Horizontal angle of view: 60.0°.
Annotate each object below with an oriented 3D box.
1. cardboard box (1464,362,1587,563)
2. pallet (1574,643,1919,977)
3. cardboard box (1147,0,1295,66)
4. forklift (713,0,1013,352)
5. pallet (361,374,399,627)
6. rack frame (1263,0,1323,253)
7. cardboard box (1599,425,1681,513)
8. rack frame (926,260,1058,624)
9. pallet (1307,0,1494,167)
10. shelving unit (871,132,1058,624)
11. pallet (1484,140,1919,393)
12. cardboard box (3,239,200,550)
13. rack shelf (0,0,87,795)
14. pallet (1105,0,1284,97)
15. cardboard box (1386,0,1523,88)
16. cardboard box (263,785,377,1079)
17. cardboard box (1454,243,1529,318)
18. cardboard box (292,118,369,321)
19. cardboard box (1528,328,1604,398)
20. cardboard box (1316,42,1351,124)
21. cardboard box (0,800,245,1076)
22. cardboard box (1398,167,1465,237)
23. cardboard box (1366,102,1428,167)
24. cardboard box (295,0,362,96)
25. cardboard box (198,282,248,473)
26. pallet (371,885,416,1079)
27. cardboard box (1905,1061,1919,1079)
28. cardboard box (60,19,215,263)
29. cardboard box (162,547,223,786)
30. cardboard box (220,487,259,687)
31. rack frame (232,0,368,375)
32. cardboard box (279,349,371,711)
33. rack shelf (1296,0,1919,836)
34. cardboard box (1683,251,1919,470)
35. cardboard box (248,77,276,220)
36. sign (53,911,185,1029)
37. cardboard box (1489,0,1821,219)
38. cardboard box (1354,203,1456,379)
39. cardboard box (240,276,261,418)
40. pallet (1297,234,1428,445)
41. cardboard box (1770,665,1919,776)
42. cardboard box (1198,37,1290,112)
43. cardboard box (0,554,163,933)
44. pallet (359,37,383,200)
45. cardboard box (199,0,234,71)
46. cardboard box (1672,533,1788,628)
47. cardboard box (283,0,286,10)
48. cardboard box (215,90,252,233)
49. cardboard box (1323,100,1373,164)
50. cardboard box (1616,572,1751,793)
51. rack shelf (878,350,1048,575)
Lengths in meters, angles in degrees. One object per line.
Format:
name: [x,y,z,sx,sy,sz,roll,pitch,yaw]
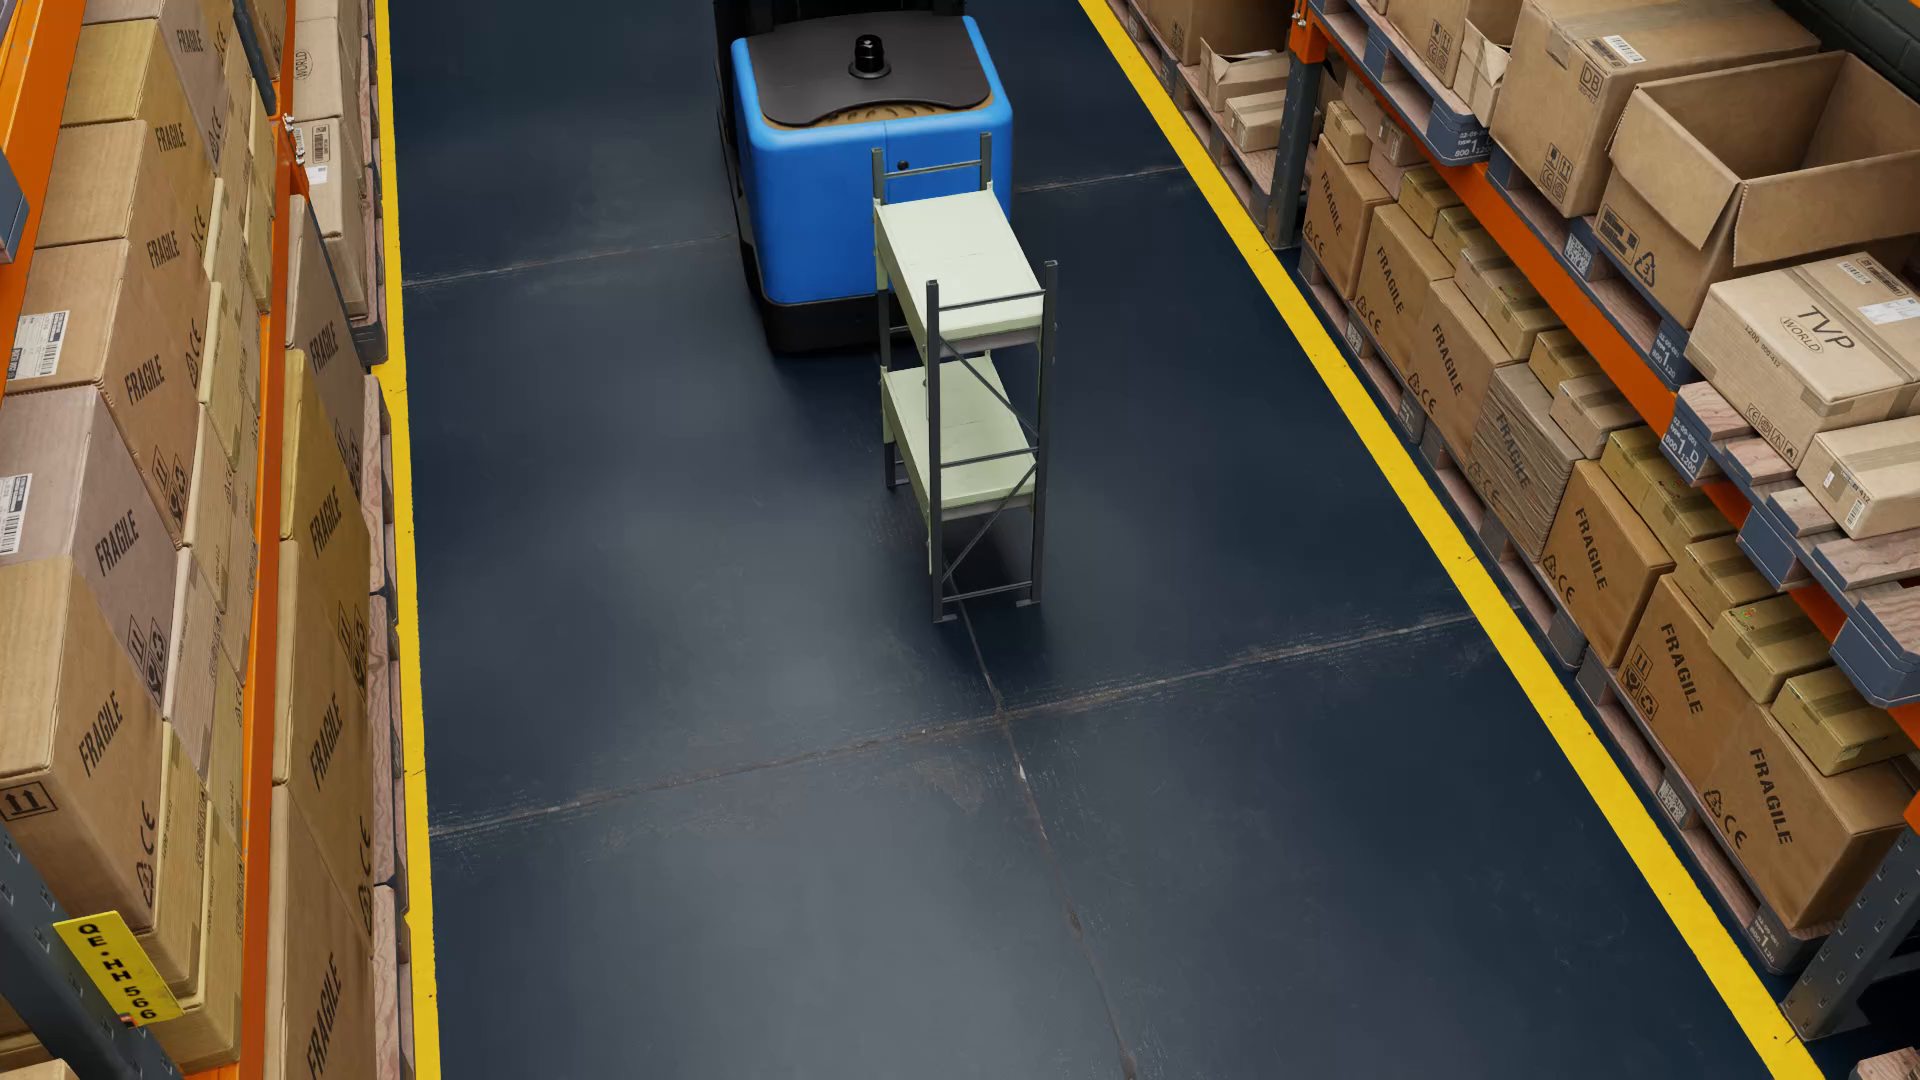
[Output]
cardboard box: [2.187,-0.312,5.911,0.500,0.500,0.500,-12,47,-12]
pallet: [2.754,0.730,5.387,1.003,0.211,1.213,-11,47,-10]
cardboard box: [1.373,-2.765,8.316,0.700,0.500,0.500,-12,47,-12]
forklift: [-0.574,-2.878,7.018,1.130,2.935,3.031,-8,46,-8]
pallet: [-2.642,-0.080,6.181,1.003,0.211,1.213,-11,47,-10]
rack frame: [1.885,-2.485,6.585,1.000,3.000,0.127,-11,47,-10]
cardboard box: [2.325,-0.253,5.399,0.380,0.149,0.250,-11,47,-11]
rack frame: [0.095,-0.268,5.462,0.400,1.500,0.023,-11,47,-10]
pallet: [1.984,-1.846,6.094,1.003,0.211,1.213,-11,47,-10]
shelving unit: [0.002,-0.520,5.710,0.431,1.500,0.755,-11,47,-10]
pallet: [2.406,-0.998,5.262,1.003,0.211,1.213,-11,47,-10]
cardboard box: [-2.032,-0.284,3.658,0.500,0.500,0.500,-9,46,-9]
rack shelf: [-2.401,-0.992,3.526,1.077,0.370,4.000,-11,47,-10]
pallet: [1.394,-2.827,8.873,1.003,0.211,1.213,-11,47,-10]
cardboard box: [1.925,-1.935,5.682,0.700,0.500,0.500,-10,46,-10]
cardboard box: [-1.985,1.291,4.078,0.875,0.875,0.875,-11,47,-11]
cardboard box: [2.053,-0.970,6.102,0.380,0.149,0.250,-11,47,-10]
cardboard box: [-2.970,-1.278,6.902,0.875,0.438,0.875,-11,47,-11]
cardboard box: [2.211,-0.617,5.756,0.380,0.149,0.250,-11,47,-10]
cardboard box: [1.944,-2.190,7.885,0.500,0.311,0.500,-9,46,-9]
cardboard box: [-1.771,0.855,3.417,0.500,0.250,0.500,-11,47,-11]
cardboard box: [1.942,-1.336,6.461,0.380,0.149,0.250,-13,47,-12]
cardboard box: [1.832,-1.621,6.533,0.380,0.149,0.250,-13,47,-12]
cardboard box: [-3.429,-2.519,8.119,0.875,0.438,0.875,-10,46,-9]
cardboard box: [-2.144,-0.387,4.284,0.500,0.250,0.500,-10,46,-10]
pallet: [-2.018,1.605,4.530,1.003,0.211,1.213,-11,47,-10]
cardboard box: [3.055,1.394,4.153,0.875,0.625,0.625,-9,46,-9]
cardboard box: [-2.305,-0.988,4.348,0.500,0.500,0.500,-9,46,-9]
cardboard box: [-1.911,0.312,3.599,0.500,0.250,0.500,-10,46,-9]
cardboard box: [-2.048,0.141,4.117,0.500,0.250,0.500,-9,46,-9]
rack frame: [-2.913,-1.575,5.693,1.000,3.000,0.127,-11,47,-10]
cardboard box: [-2.438,0.057,5.287,0.875,0.875,0.875,-9,46,-9]
rack shelf: [2.397,-0.853,5.489,1.077,0.370,4.000,-11,47,-10]
cardboard box: [2.326,-0.487,4.438,0.500,0.250,0.500,-13,47,-12]
cardboard box: [-2.554,-1.259,5.489,0.500,0.250,0.500,-12,47,-11]
sign: [-1.366,0.703,2.705,0.100,0.325,0.005,-11,47,-10]
cardboard box: [2.126,-1.393,5.151,0.700,0.500,0.500,-11,47,-11]
cardboard box: [1.937,-1.016,6.602,0.500,0.500,0.500,-11,47,-11]
cardboard box: [-2.314,-0.555,4.799,0.500,0.250,0.500,-12,47,-11]
pallet: [2.129,-0.954,7.038,1.003,0.211,1.213,-11,47,-10]
cardboard box: [2.537,0.483,4.679,0.380,0.149,0.250,-13,47,-12]
cardboard box: [1.367,-2.253,7.978,0.396,0.266,0.258,-9,46,-9]
cardboard box: [-1.779,0.416,2.972,0.500,0.500,0.500,-12,47,-12]
pallet: [-3.348,-1.982,8.045,1.003,0.211,1.213,-11,47,-10]
cardboard box: [-2.556,-1.697,5.043,0.500,0.500,0.500,-9,46,-9]
cardboard box: [2.413,0.110,5.044,0.380,0.149,0.250,-12,47,-12]
cardboard box: [-2.905,-2.330,6.363,0.500,0.500,0.500,-10,47,-10]
cardboard box: [-2.430,-1.094,4.977,0.500,0.250,0.500,-10,46,-9]
cardboard box: [1.719,-1.688,6.806,0.380,0.149,0.250,-9,46,-8]
cardboard box: [2.475,0.404,5.210,0.500,0.500,0.500,-11,47,-11]
rack shelf: [0.002,-0.292,5.943,0.431,0.370,0.720,-11,47,-10]
